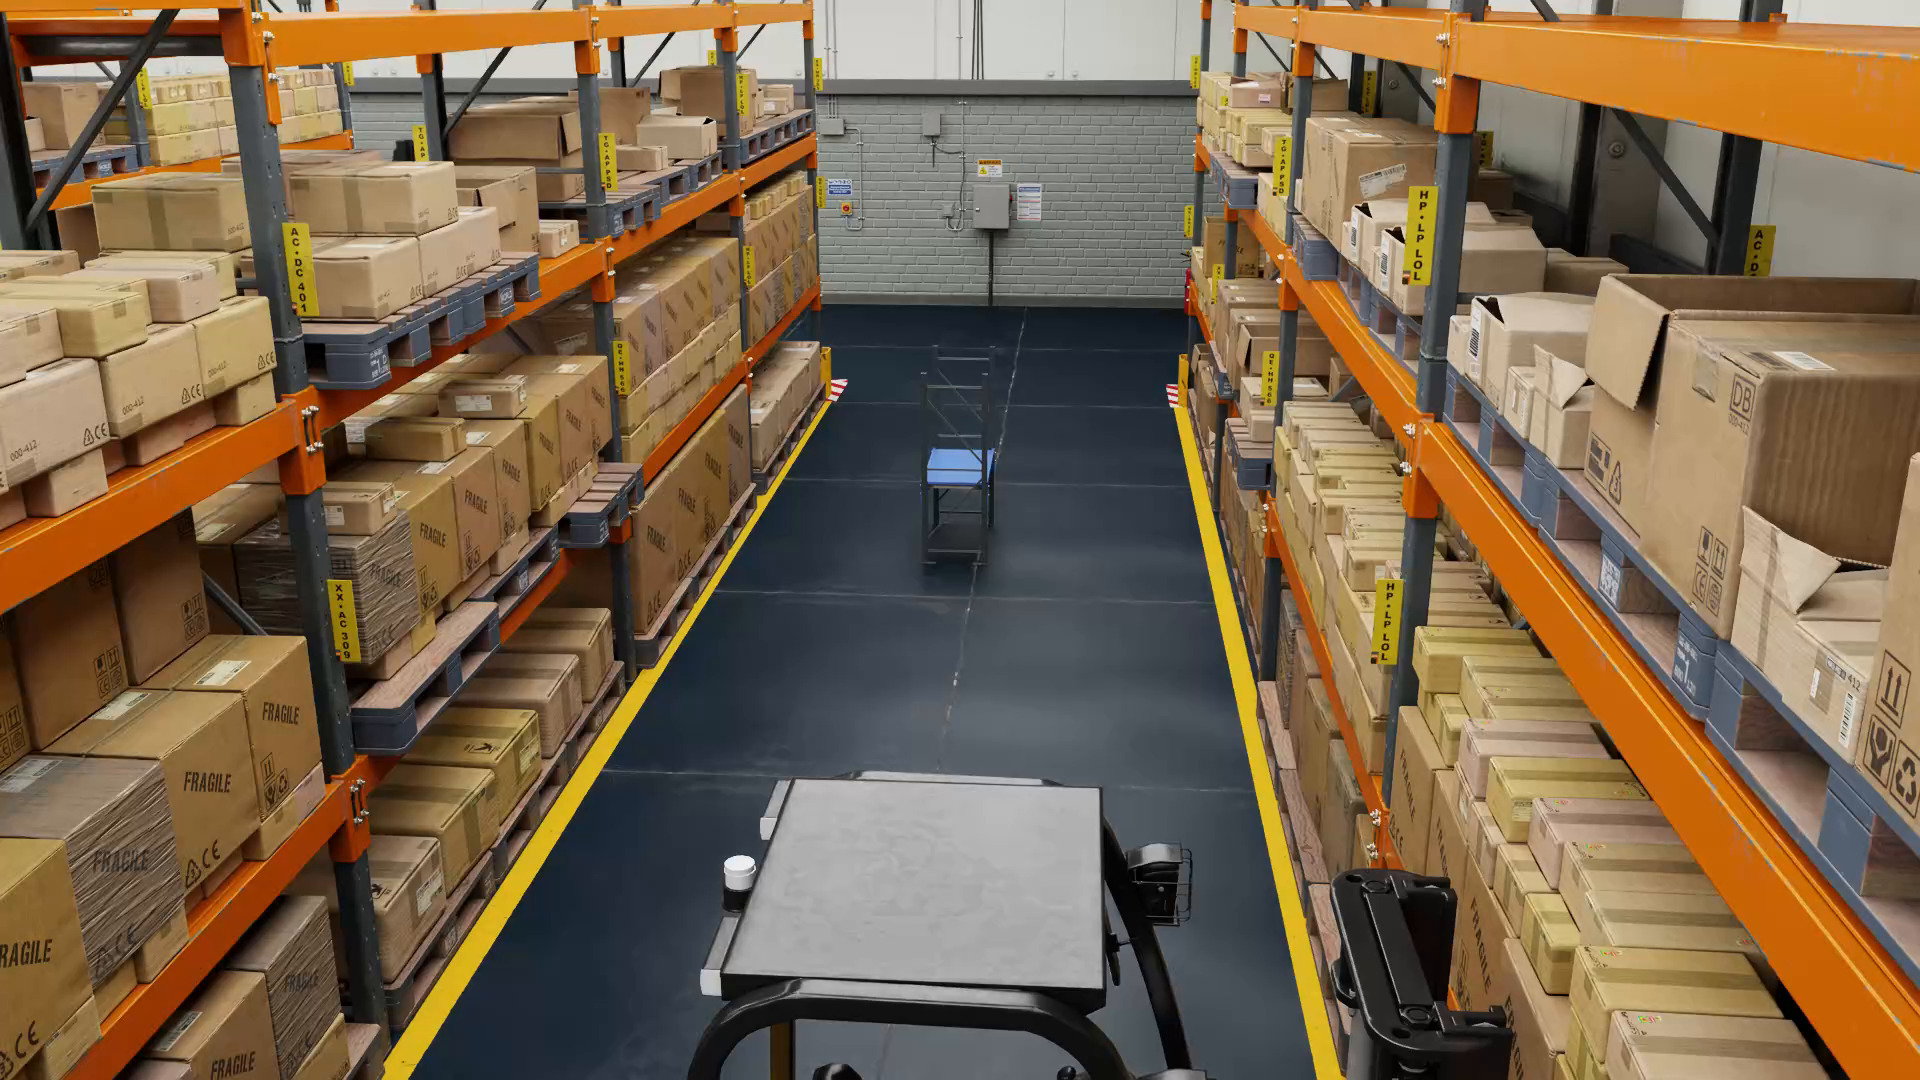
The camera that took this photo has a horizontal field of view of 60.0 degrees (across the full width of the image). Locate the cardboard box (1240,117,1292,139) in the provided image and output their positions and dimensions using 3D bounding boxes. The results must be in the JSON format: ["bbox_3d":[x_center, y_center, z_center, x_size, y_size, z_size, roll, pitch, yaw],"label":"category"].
[{"bbox_3d":[2.169,-2.878,11.661,0.380,0.149,0.250,1,18,4],"label":"cardboard box"}]

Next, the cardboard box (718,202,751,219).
[{"bbox_3d":[-2.039,-2.861,14.529,0.380,0.149,0.250,1,18,3],"label":"cardboard box"}]

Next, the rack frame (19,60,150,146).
[{"bbox_3d":[-7.244,-4.707,13.338,1.000,3.000,0.127,1,18,4],"label":"rack frame"}]

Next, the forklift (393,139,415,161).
[{"bbox_3d":[-4.750,-2.078,15.059,1.130,2.935,3.031,2,18,7],"label":"forklift"}]

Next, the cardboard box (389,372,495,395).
[{"bbox_3d":[-2.879,-0.627,9.206,0.500,0.500,0.500,2,18,7],"label":"cardboard box"}]

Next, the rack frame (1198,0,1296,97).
[{"bbox_3d":[2.939,-5.761,16.553,1.000,3.000,0.127,1,18,4],"label":"rack frame"}]

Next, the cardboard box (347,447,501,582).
[{"bbox_3d":[-2.469,-0.129,7.688,0.500,0.500,0.500,1,18,4],"label":"cardboard box"}]

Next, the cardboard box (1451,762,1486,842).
[{"bbox_3d":[1.694,0.791,4.989,0.380,0.149,0.250,2,18,5],"label":"cardboard box"}]

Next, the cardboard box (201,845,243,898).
[{"bbox_3d":[-2.699,1.090,5.682,0.380,0.149,0.250,1,18,4],"label":"cardboard box"}]

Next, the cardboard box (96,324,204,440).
[{"bbox_3d":[-2.671,-0.488,5.042,0.500,0.250,0.500,1,18,3],"label":"cardboard box"}]

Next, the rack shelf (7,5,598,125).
[{"bbox_3d":[-2.729,-2.233,7.583,1.077,0.370,4.000,1,18,4],"label":"rack shelf"}]

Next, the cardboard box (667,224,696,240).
[{"bbox_3d":[-2.541,-2.453,14.325,0.500,0.500,0.500,1,18,3],"label":"cardboard box"}]

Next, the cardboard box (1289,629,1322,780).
[{"bbox_3d":[2.268,0.900,8.998,0.875,0.625,0.625,2,18,6],"label":"cardboard box"}]

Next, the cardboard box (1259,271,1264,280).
[{"bbox_3d":[3.054,-2.355,15.557,0.500,0.250,0.500,1,18,4],"label":"cardboard box"}]

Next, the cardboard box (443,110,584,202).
[{"bbox_3d":[-2.709,-2.330,10.058,0.797,0.503,0.637,0,18,1],"label":"cardboard box"}]

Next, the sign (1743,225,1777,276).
[{"bbox_3d":[2.632,-0.880,5.517,0.100,0.325,0.005,1,18,4],"label":"sign"}]

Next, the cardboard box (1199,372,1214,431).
[{"bbox_3d":[2.563,-1.307,15.936,0.500,0.500,0.500,2,18,5],"label":"cardboard box"}]

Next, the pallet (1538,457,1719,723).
[{"bbox_3d":[1.953,0.077,3.696,1.003,0.211,1.213,1,18,4],"label":"pallet"}]

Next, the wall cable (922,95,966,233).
[{"bbox_3d":[-0.216,-5.226,22.924,0.588,1.984,0.122,1,18,4],"label":"wall cable"}]

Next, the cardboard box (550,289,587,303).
[{"bbox_3d":[-2.781,-1.384,11.062,0.500,0.500,0.500,2,18,5],"label":"cardboard box"}]

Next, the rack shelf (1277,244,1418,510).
[{"bbox_3d":[2.222,-0.888,7.654,1.077,0.370,4.000,1,18,4],"label":"rack shelf"}]

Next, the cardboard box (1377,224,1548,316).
[{"bbox_3d":[1.887,-1.044,6.281,0.500,0.311,0.500,1,18,2],"label":"cardboard box"}]

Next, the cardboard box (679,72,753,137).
[{"bbox_3d":[-2.047,-3.675,14.010,0.500,0.500,0.500,2,18,5],"label":"cardboard box"}]

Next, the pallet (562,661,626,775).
[{"bbox_3d":[-2.643,1.033,9.932,1.003,0.211,1.213,1,18,4],"label":"pallet"}]

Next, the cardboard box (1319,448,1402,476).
[{"bbox_3d":[2.044,-0.365,8.518,0.380,0.149,0.250,1,18,5],"label":"cardboard box"}]

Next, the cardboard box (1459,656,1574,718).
[{"bbox_3d":[1.849,0.496,5.413,0.380,0.149,0.250,2,18,5],"label":"cardboard box"}]

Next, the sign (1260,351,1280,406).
[{"bbox_3d":[1.823,-0.947,9.764,0.100,0.325,0.005,1,18,4],"label":"sign"}]

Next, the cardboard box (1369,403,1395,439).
[{"bbox_3d":[2.544,-0.676,9.466,0.380,0.149,0.250,2,18,6],"label":"cardboard box"}]

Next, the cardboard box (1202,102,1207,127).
[{"bbox_3d":[2.619,-4.116,16.112,0.500,0.250,0.500,2,18,5],"label":"cardboard box"}]

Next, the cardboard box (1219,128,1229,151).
[{"bbox_3d":[2.181,-3.057,12.688,0.380,0.149,0.250,1,18,5],"label":"cardboard box"}]

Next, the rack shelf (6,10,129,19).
[{"bbox_3d":[-7.387,-3.554,11.616,1.077,0.370,4.000,1,18,4],"label":"rack shelf"}]

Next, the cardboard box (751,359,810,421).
[{"bbox_3d":[-2.017,-1.510,16.655,0.875,0.438,0.875,2,18,5],"label":"cardboard box"}]

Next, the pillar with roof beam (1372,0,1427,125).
[{"bbox_3d":[-0.693,-4.811,13.653,9.100,9.000,0.400,1,18,4],"label":"pillar with roof beam"}]

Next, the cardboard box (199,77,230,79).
[{"bbox_3d":[-6.833,-4.211,15.439,0.380,0.149,0.250,1,18,2],"label":"cardboard box"}]

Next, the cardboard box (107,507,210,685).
[{"bbox_3d":[-3.120,0.175,5.828,0.700,0.500,0.500,1,18,3],"label":"cardboard box"}]

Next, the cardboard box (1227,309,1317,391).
[{"bbox_3d":[2.301,-1.365,11.937,0.700,0.500,0.500,1,18,4],"label":"cardboard box"}]

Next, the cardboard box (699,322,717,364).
[{"bbox_3d":[-2.148,-1.485,12.576,0.500,0.250,0.500,2,18,5],"label":"cardboard box"}]

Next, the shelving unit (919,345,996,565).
[{"bbox_3d":[-0.006,-0.686,13.109,0.538,1.500,1.048,1,18,4],"label":"shelving unit"}]

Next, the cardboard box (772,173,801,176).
[{"bbox_3d":[-1.833,-3.655,16.953,0.380,0.149,0.250,2,18,5],"label":"cardboard box"}]

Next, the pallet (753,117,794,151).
[{"bbox_3d":[-2.140,-3.792,15.505,1.003,0.211,1.213,1,18,4],"label":"pallet"}]

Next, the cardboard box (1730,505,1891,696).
[{"bbox_3d":[1.566,0.108,2.841,0.396,0.266,0.258,1,18,4],"label":"cardboard box"}]

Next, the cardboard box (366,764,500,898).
[{"bbox_3d":[-2.789,1.370,7.970,0.950,0.372,0.625,2,18,7],"label":"cardboard box"}]

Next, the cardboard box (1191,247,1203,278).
[{"bbox_3d":[2.638,-2.845,17.052,0.500,0.250,0.500,1,18,4],"label":"cardboard box"}]

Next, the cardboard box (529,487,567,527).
[{"bbox_3d":[-2.327,-0.180,8.885,0.380,0.149,0.250,2,18,5],"label":"cardboard box"}]

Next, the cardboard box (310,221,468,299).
[{"bbox_3d":[-2.395,-1.177,6.946,0.500,0.250,0.500,1,18,3],"label":"cardboard box"}]

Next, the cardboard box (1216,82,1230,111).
[{"bbox_3d":[2.521,-3.878,14.584,0.500,0.250,0.500,2,18,5],"label":"cardboard box"}]

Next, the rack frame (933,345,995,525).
[{"bbox_3d":[0.030,-0.844,13.590,0.500,1.500,0.032,1,18,4],"label":"rack frame"}]

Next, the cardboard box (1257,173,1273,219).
[{"bbox_3d":[2.231,-2.256,10.914,0.500,0.250,0.500,1,18,4],"label":"cardboard box"}]

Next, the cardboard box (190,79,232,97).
[{"bbox_3d":[-6.839,-4.130,15.190,0.380,0.149,0.250,2,18,7],"label":"cardboard box"}]

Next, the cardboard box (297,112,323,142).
[{"bbox_3d":[-6.755,-4.147,16.686,0.500,0.250,0.500,1,18,4],"label":"cardboard box"}]

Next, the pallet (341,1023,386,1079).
[{"bbox_3d":[-2.885,2.242,6.243,1.003,0.211,1.213,1,18,4],"label":"pallet"}]

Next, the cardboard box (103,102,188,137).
[{"bbox_3d":[-6.970,-3.592,14.190,0.500,0.250,0.500,2,18,6],"label":"cardboard box"}]

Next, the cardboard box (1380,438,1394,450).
[{"bbox_3d":[2.610,-0.446,9.405,0.500,0.250,0.500,2,18,5],"label":"cardboard box"}]

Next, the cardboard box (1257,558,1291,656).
[{"bbox_3d":[2.181,0.427,10.644,0.500,0.500,0.500,2,18,6],"label":"cardboard box"}]

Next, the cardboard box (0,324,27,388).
[{"bbox_3d":[-2.703,-0.470,4.346,0.380,0.149,0.250,1,18,5],"label":"cardboard box"}]

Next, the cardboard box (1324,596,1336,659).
[{"bbox_3d":[1.950,0.416,7.577,0.500,0.250,0.500,1,18,4],"label":"cardboard box"}]
